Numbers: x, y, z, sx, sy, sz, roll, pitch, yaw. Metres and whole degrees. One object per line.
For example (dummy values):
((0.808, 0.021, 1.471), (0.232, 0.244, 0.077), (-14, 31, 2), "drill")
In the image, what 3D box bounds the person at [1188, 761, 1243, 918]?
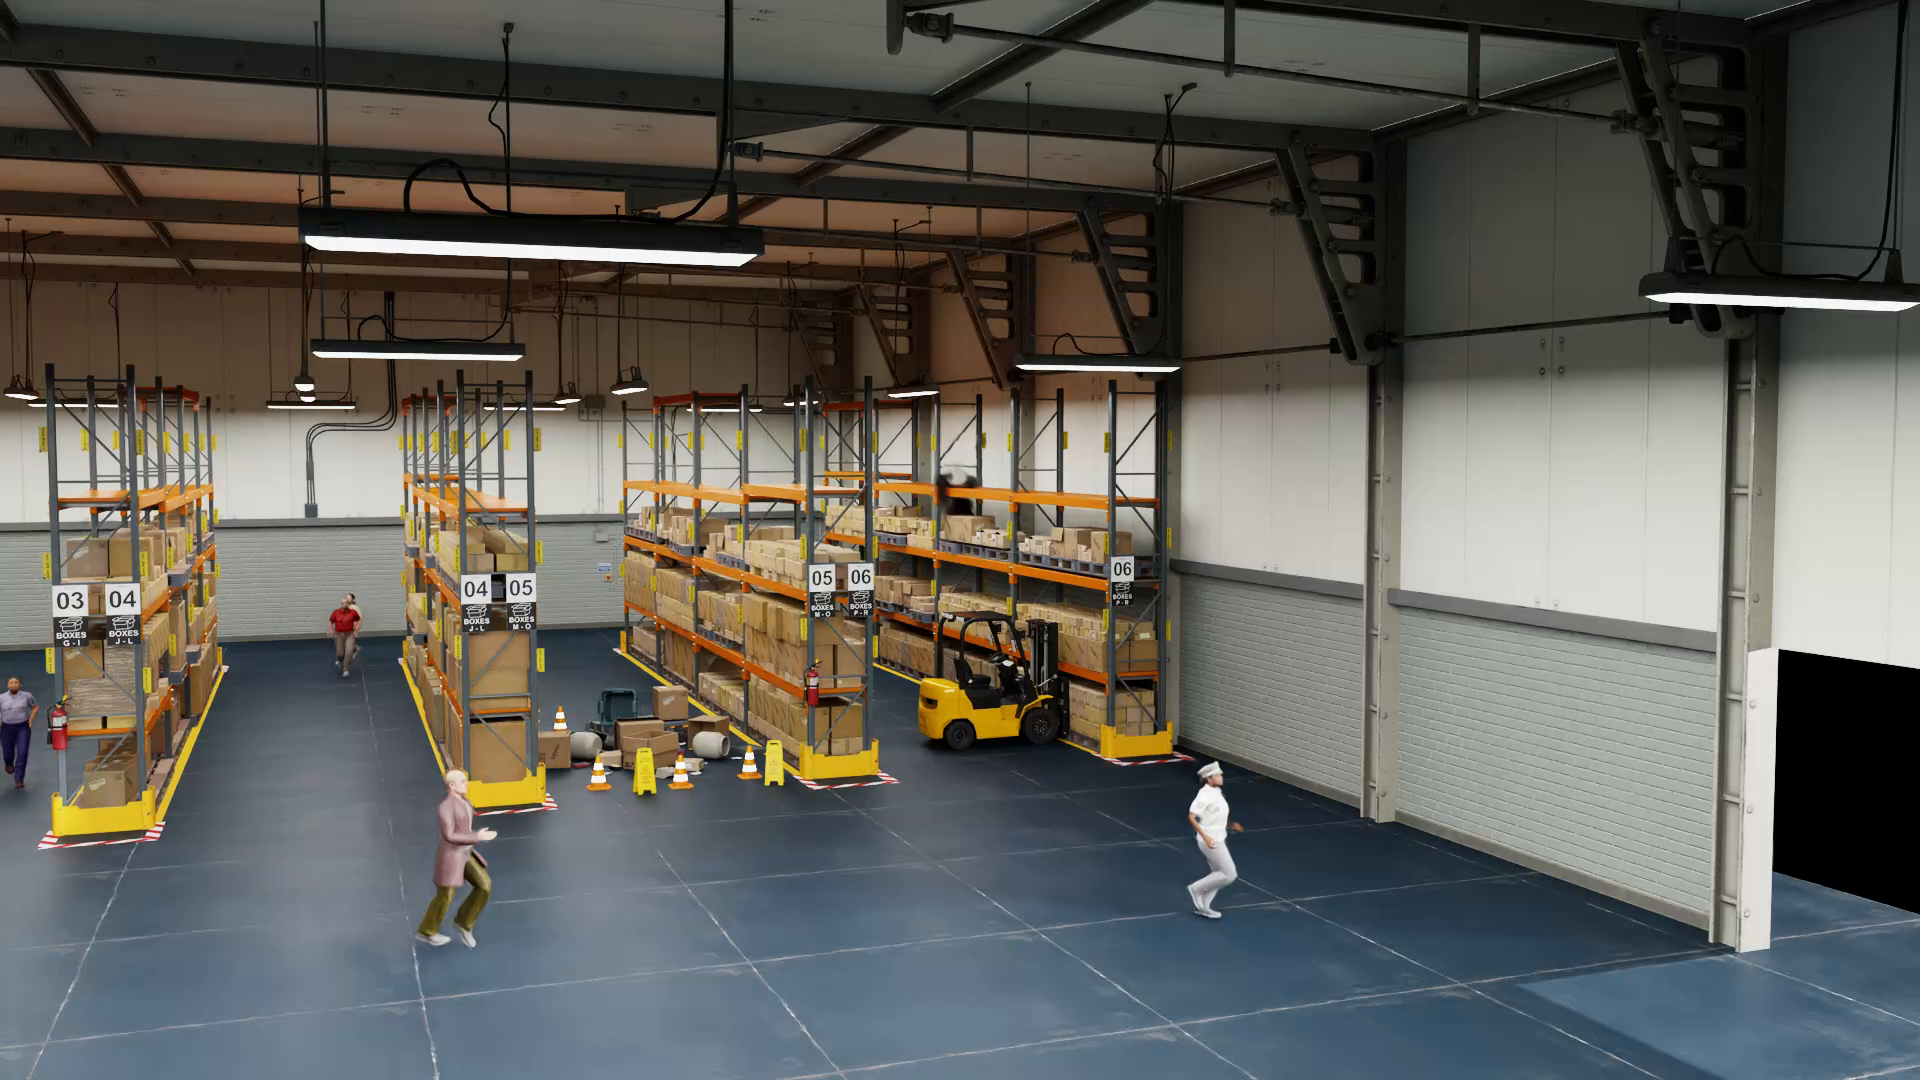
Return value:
((2.697, 3.154, 17.483), (0.549, 1.653, 0.567), (1, 4, 20), "person")

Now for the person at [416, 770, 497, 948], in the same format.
((-4.958, 3.162, 16.404), (0.877, 1.808, 0.668), (1, 3, 11), "person")

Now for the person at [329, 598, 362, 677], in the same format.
((-13.249, 2.081, 35.855), (0.661, 1.686, 0.658), (-1, 4, -18), "person")

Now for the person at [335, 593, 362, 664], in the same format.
((-13.832, 2.004, 37.716), (0.621, 1.618, 0.564), (2, 4, 29), "person")

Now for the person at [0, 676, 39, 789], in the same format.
((-13.810, 2.796, 24.328), (0.608, 1.612, 0.685), (-2, 4, -31), "person")
